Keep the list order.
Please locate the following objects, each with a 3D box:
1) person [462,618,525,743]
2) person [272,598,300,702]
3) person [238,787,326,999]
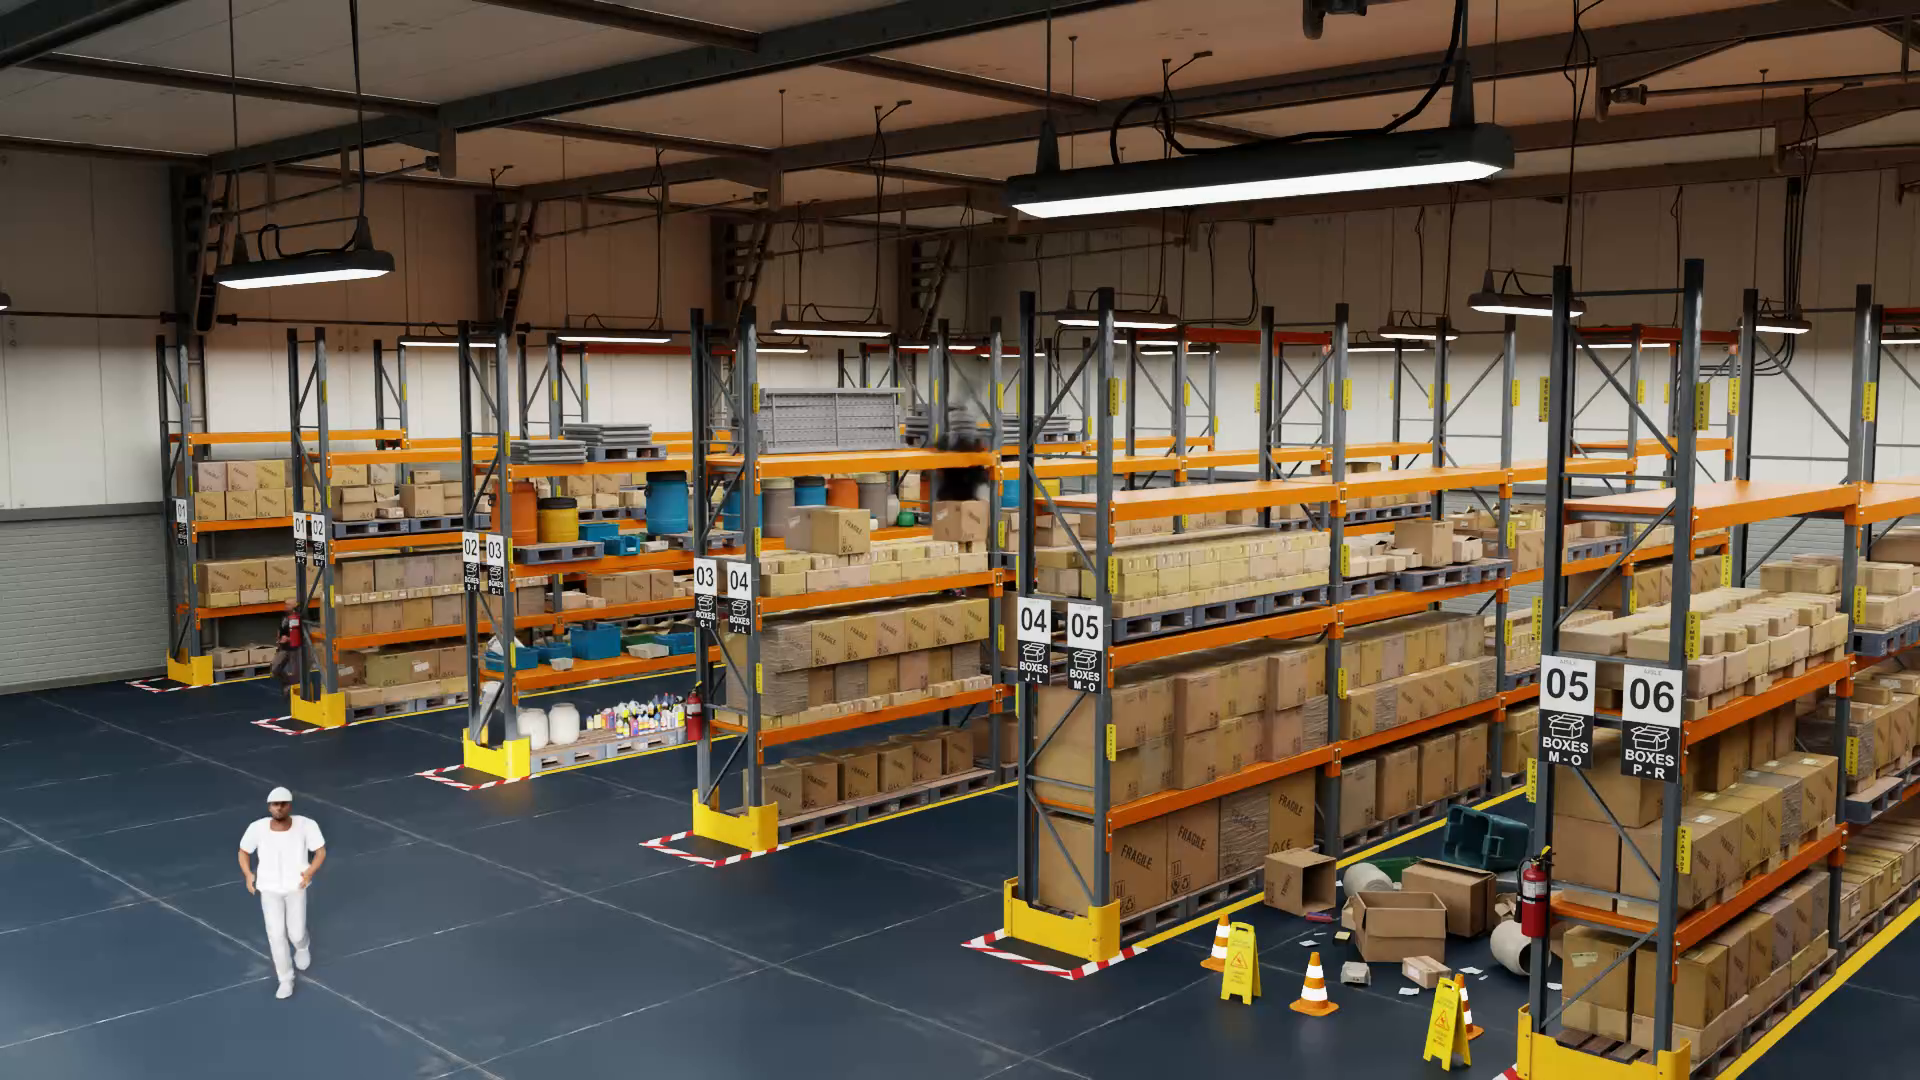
[{"bbox_3d":[-6.738,2.006,24.133,1.127,1.740,0.730,-4,7,-37],"label":"person"},{"bbox_3d":[-10.842,1.791,26.968,0.661,1.708,0.671,3,6,29],"label":"person"},{"bbox_3d":[-5.796,2.930,14.230,0.708,1.676,0.714,-2,6,-17],"label":"person"}]
